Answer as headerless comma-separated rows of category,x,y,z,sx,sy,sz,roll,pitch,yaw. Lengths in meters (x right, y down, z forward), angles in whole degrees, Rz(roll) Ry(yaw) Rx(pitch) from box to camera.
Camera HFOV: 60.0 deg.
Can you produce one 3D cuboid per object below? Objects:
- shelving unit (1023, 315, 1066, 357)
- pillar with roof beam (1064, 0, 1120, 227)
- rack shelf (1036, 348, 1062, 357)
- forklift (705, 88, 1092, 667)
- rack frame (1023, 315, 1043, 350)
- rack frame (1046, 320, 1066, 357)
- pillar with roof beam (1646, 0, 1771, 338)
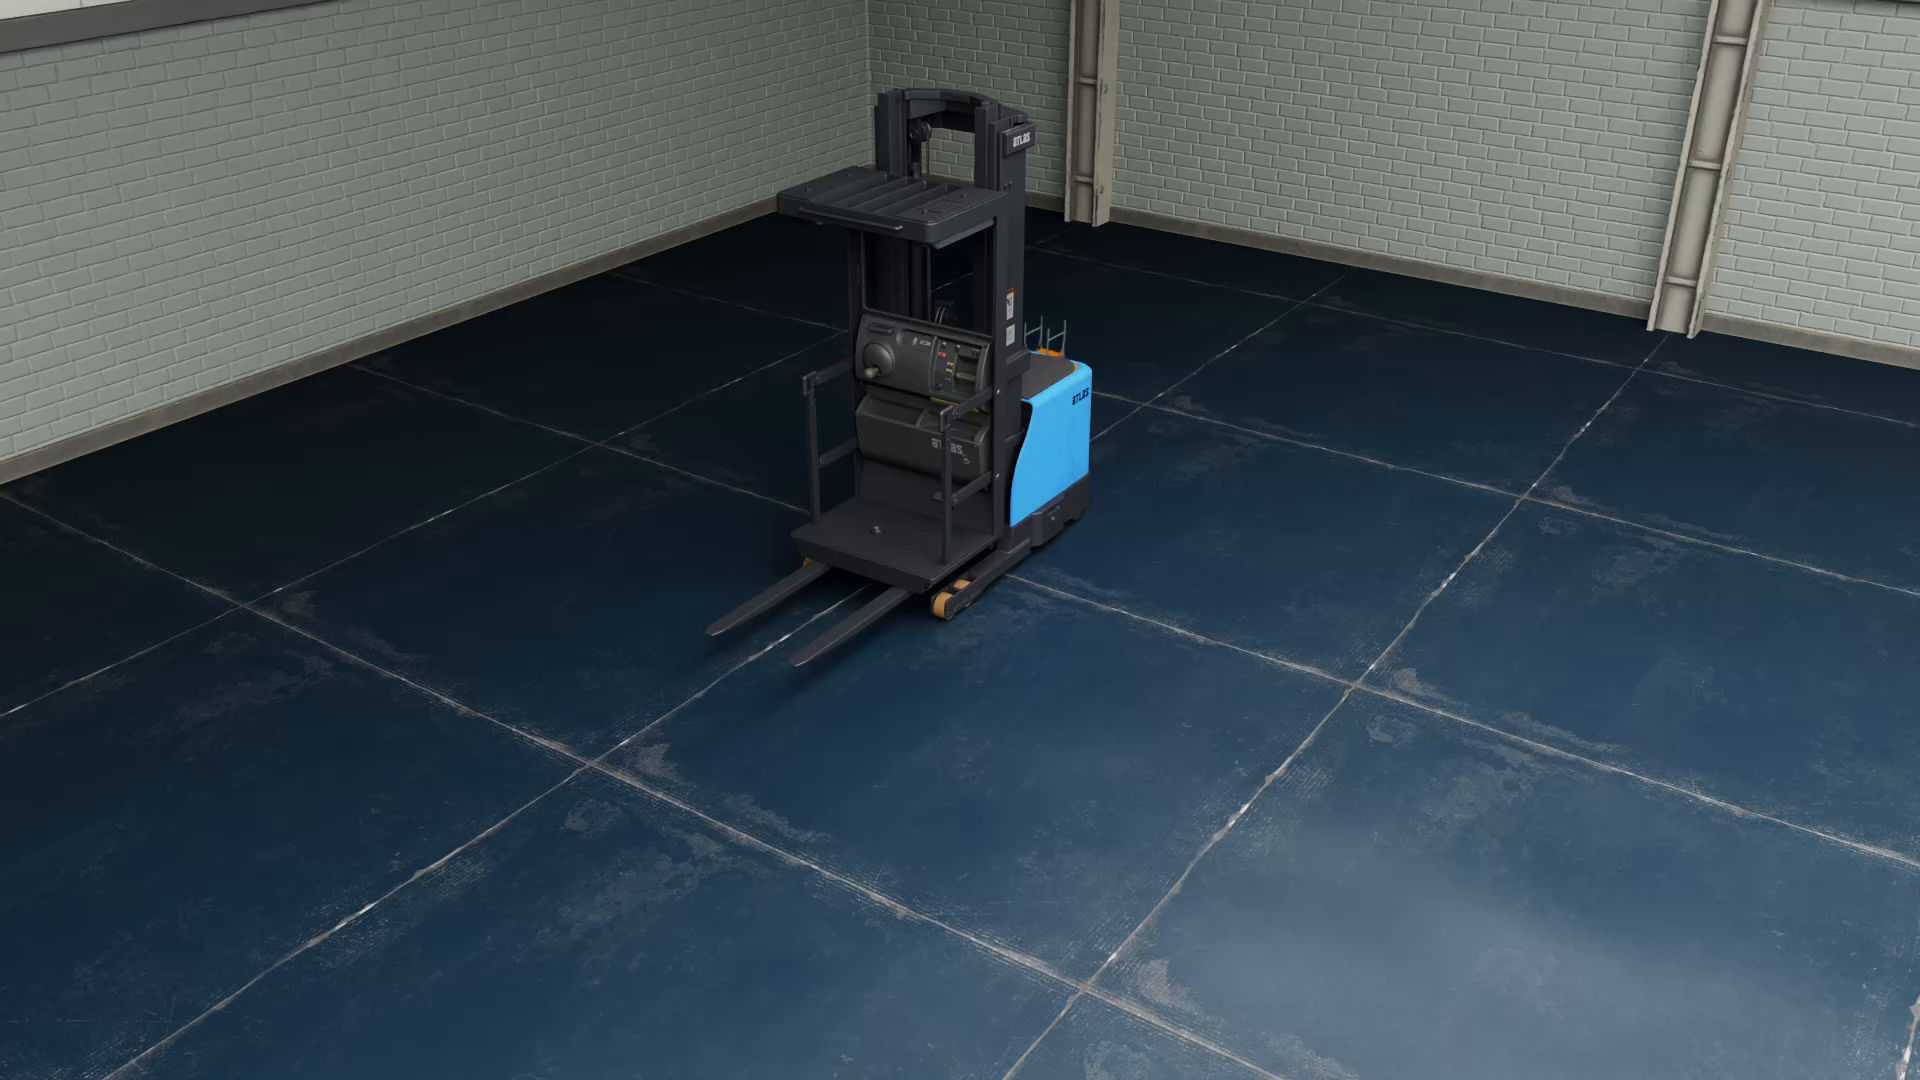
shelving unit,0.568,-0.939,11.538,0.189,1.200,0.258,17,30,30
pillar with roof beam,-1.083,-5.803,12.505,0.400,9.000,9.100,17,32,30
rack shelf,0.573,-1.224,11.401,0.180,0.103,0.258,17,30,30
forklift,-0.348,-1.068,9.891,1.130,2.935,3.031,17,31,29
rack frame,0.492,-0.962,11.583,0.006,1.200,0.240,17,30,30
rack frame,0.644,-0.916,11.492,0.006,1.200,0.240,17,30,30
pillar with roof beam,3.863,-4.262,9.478,0.400,9.000,9.100,17,32,30
